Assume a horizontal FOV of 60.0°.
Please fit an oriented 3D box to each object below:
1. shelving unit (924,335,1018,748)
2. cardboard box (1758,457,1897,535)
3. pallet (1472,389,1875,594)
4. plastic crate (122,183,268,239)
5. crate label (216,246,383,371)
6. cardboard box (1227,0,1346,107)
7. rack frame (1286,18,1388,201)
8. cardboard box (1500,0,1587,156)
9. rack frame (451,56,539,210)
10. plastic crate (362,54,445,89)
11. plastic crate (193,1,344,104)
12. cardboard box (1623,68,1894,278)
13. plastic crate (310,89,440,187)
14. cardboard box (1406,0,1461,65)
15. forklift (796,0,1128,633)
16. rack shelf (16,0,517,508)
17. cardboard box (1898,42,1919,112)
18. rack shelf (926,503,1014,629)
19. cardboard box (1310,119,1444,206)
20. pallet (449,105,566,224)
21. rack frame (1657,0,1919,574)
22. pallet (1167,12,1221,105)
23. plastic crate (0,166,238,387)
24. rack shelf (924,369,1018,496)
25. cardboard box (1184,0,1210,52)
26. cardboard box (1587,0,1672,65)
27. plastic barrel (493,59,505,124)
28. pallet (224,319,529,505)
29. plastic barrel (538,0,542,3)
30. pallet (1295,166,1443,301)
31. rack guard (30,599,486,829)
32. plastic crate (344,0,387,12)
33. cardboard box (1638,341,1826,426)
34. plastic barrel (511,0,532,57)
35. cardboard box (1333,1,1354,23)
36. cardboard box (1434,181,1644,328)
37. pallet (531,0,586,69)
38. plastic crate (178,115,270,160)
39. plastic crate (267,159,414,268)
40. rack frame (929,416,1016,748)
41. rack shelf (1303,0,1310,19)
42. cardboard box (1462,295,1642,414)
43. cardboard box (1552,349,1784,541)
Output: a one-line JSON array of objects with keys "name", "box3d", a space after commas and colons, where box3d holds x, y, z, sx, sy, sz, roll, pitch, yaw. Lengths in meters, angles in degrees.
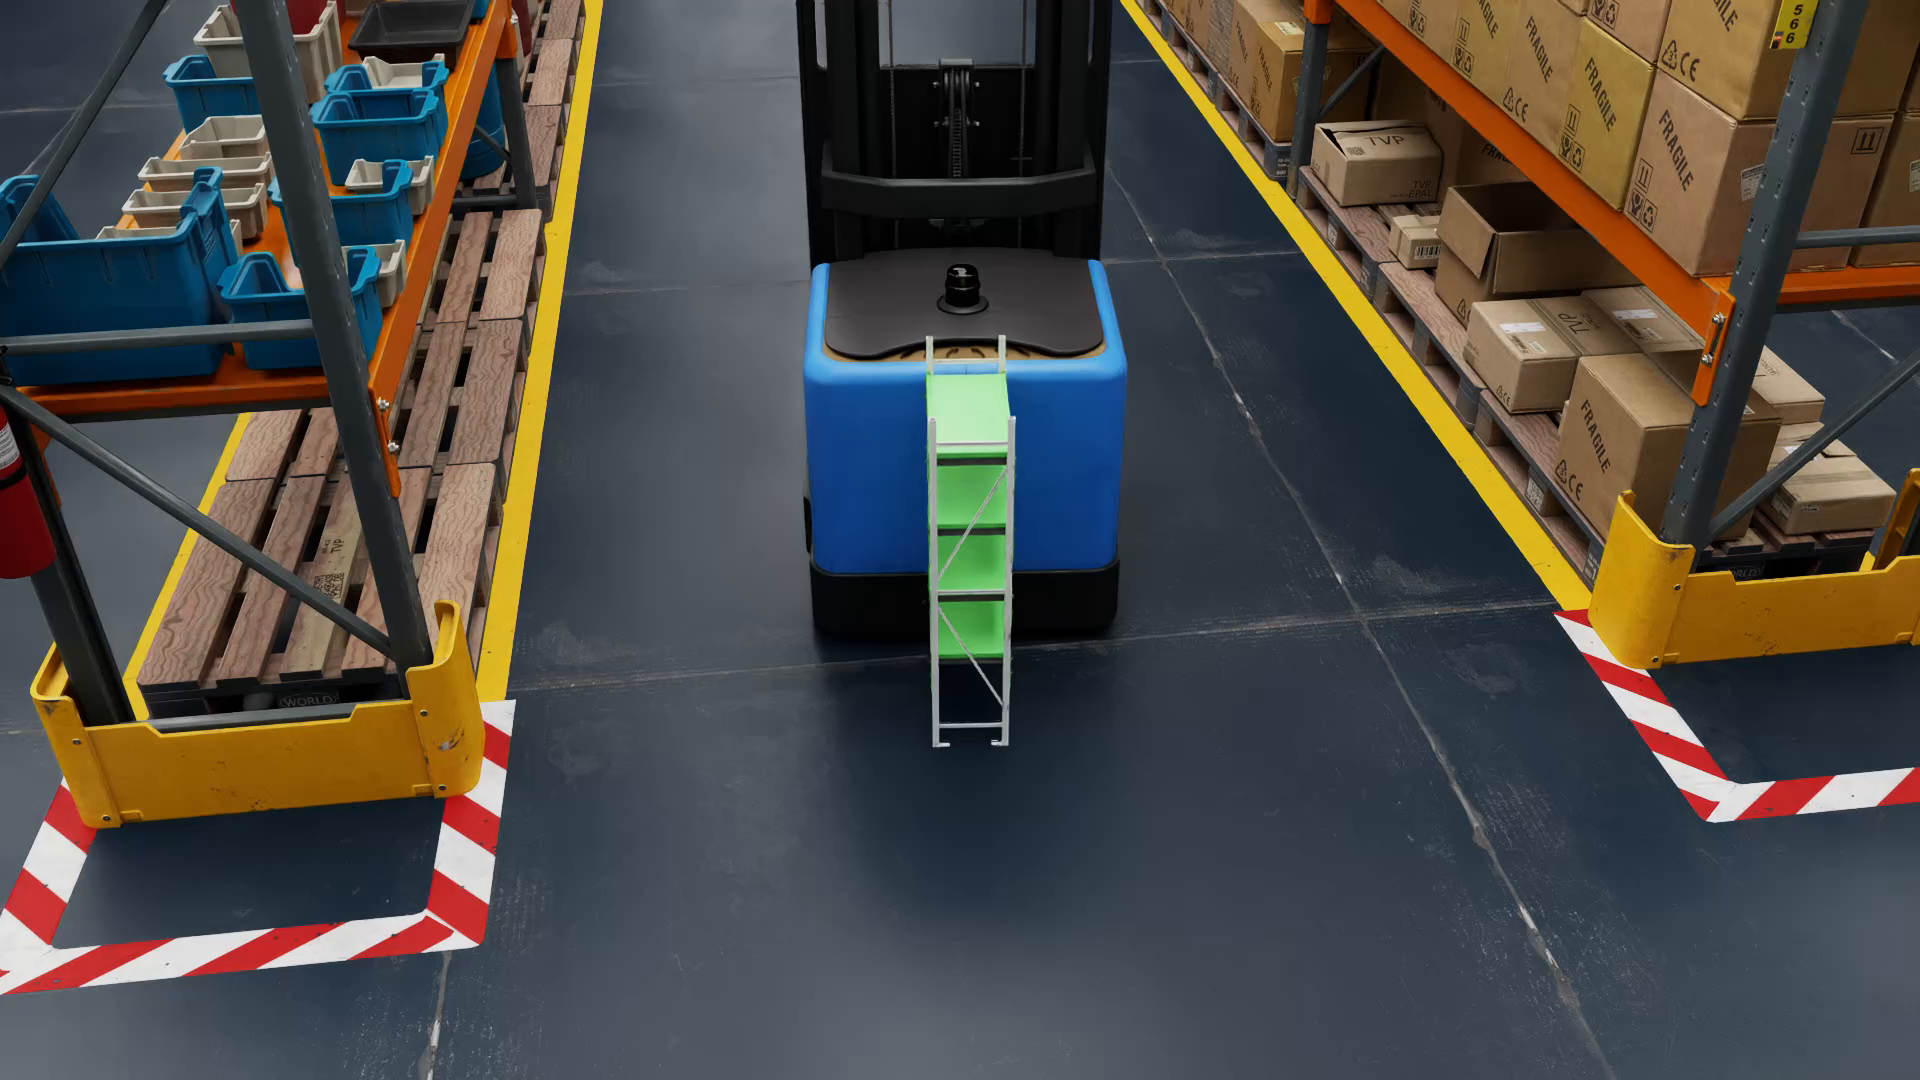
[{"name": "shelving unit", "box3d": [0.026, 0.020, 5.155, 0.258, 1.200, 0.503, -1, 34, -2]}, {"name": "cardboard box", "box3d": [3.091, -0.159, 5.961, 0.380, 0.149, 0.250, -4, 35, -6]}, {"name": "pallet", "box3d": [2.688, -0.230, 6.401, 1.003, 0.211, 1.213, -4, 35, -6]}, {"name": "plastic crate", "box3d": [-2.416, -1.042, 5.297, 0.396, 0.136, 0.243, -4, 35, -6]}, {"name": "crate label", "box3d": [-1.809, -0.641, 4.622, 0.416, 0.233, 0.303, -4, 35, -6]}, {"name": "cardboard box", "box3d": [1.860, -2.807, 9.534, 0.500, 0.500, 0.500, -4, 35, -6]}, {"name": "rack frame", "box3d": [2.269, -3.128, 8.176, 1.000, 3.000, 0.127, -4, 35, -6]}, {"name": "cardboard box", "box3d": [2.342, -1.734, 6.042, 0.500, 0.500, 0.500, -4, 34, -6]}, {"name": "rack frame", "box3d": [-2.640, -2.755, 7.628, 1.000, 3.000, 0.127, -4, 35, -6]}, {"name": "plastic crate", "box3d": [-2.108, -1.721, 6.293, 0.293, 0.136, 0.466, -4, 35, -6]}, {"name": "plastic crate", "box3d": [-2.617, -1.864, 6.374, 0.437, 0.282, 0.530, -4, 35, -6]}, {"name": "cardboard box", "box3d": [2.477, -1.166, 5.209, 0.500, 0.500, 0.500, -3, 34, -5]}, {"name": "plastic crate", "box3d": [-1.986, -1.376, 5.700, 0.416, 0.233, 0.300, -4, 35, -6]}, {"name": "cardboard box", "box3d": [2.204, -2.299, 6.871, 0.500, 0.500, 0.500, -5, 35, -7]}, {"name": "forklift", "box3d": [-0.028, -1.694, 6.133, 1.130, 2.935, 3.031, -1, 34, -2]}, {"name": "rack shelf", "box3d": [-2.371, -1.341, 6.193, 1.077, 0.370, 4.000, -4, 35, -6]}, {"name": "cardboard box", "box3d": [3.008, -1.618, 4.983, 0.500, 0.500, 0.500, -3, 34, -5]}, {"name": "rack shelf", "box3d": [0.026, 0.073, 5.191, 0.258, 0.148, 0.480, -1, 34, -2]}, {"name": "cardboard box", "box3d": [2.111, -1.948, 8.441, 0.500, 0.311, 0.500, -4, 35, -6]}, {"name": "pallet", "box3d": [-2.703, -2.036, 9.050, 1.003, 0.211, 1.213, -4, 35, -6]}, {"name": "rack frame", "box3d": [2.807, -0.896, 4.900, 1.000, 3.000, 0.127, -4, 35, -6]}, {"name": "pallet", "box3d": [1.955, -3.109, 10.624, 1.003, 0.211, 1.213, -4, 35, -6]}, {"name": "plastic crate", "box3d": [-2.332, -0.735, 4.580, 0.616, 0.435, 0.499, -4, 35, -6]}, {"name": "rack shelf", "box3d": [0.026, -0.324, 4.921, 0.258, 0.148, 0.480, -1, 34, -2]}, {"name": "cardboard box", "box3d": [1.723, -3.370, 10.361, 0.500, 0.500, 0.500, -5, 35, -8]}, {"name": "cardboard box", "box3d": [2.406, -1.859, 5.338, 0.500, 0.500, 0.500, -3, 34, -5]}, {"name": "plastic barrel", "box3d": [-2.792, -2.761, 9.128, 0.600, 0.901, 0.708, -4, 35, -6]}, {"name": "pallet", "box3d": [-2.335, -0.513, 6.815, 1.003, 0.211, 1.213, -4, 35, -6]}, {"name": "plastic barrel", "box3d": [-3.095, -3.992, 10.998, 0.600, 0.830, 0.708, -4, 35, -6]}, {"name": "pallet", "box3d": [2.360, -1.592, 8.399, 1.003, 0.211, 1.213, -4, 35, -6]}, {"name": "rack guard", "box3d": [-2.086, 0.523, 5.039, 1.175, 0.500, 0.348, -4, 35, -6]}, {"name": "plastic crate", "box3d": [-2.719, -2.400, 7.289, 0.396, 0.136, 0.243, -4, 35, -6]}, {"name": "cardboard box", "box3d": [2.947, -0.545, 6.437, 0.500, 0.250, 0.500, -4, 35, -6]}, {"name": "plastic barrel", "box3d": [-2.943, -3.262, 10.141, 0.600, 0.588, 0.708, -4, 35, -6]}, {"name": "cardboard box", "box3d": [2.362, -2.862, 9.615, 0.500, 0.500, 0.500, -4, 34, -6]}, {"name": "cardboard box", "box3d": [2.527, -1.230, 7.217, 0.797, 0.503, 0.637, -4, 35, -6]}, {"name": "pallet", "box3d": [-3.031, -3.398, 11.048, 1.003, 0.211, 1.213, -4, 35, -6]}, {"name": "plastic crate", "box3d": [-2.536, -1.360, 5.763, 0.298, 0.136, 0.250, -4, 35, -6]}, {"name": "plastic crate", "box3d": [-1.898, -1.008, 5.161, 0.416, 0.233, 0.300, -4, 35, -6]}, {"name": "rack frame", "box3d": [0.034, 0.158, 4.953, 0.240, 1.200, 0.015, -1, 34, -2]}, {"name": "rack shelf", "box3d": [2.000, -3.946, 10.016, 1.077, 0.370, 4.000, -4, 35, -6]}, {"name": "cardboard box", "box3d": [2.391, -0.758, 6.750, 0.500, 0.250, 0.500, -4, 35, -6]}, {"name": "cardboard box", "box3d": [2.490, -0.329, 5.898, 0.500, 0.500, 0.500, -4, 35, -6]}]
